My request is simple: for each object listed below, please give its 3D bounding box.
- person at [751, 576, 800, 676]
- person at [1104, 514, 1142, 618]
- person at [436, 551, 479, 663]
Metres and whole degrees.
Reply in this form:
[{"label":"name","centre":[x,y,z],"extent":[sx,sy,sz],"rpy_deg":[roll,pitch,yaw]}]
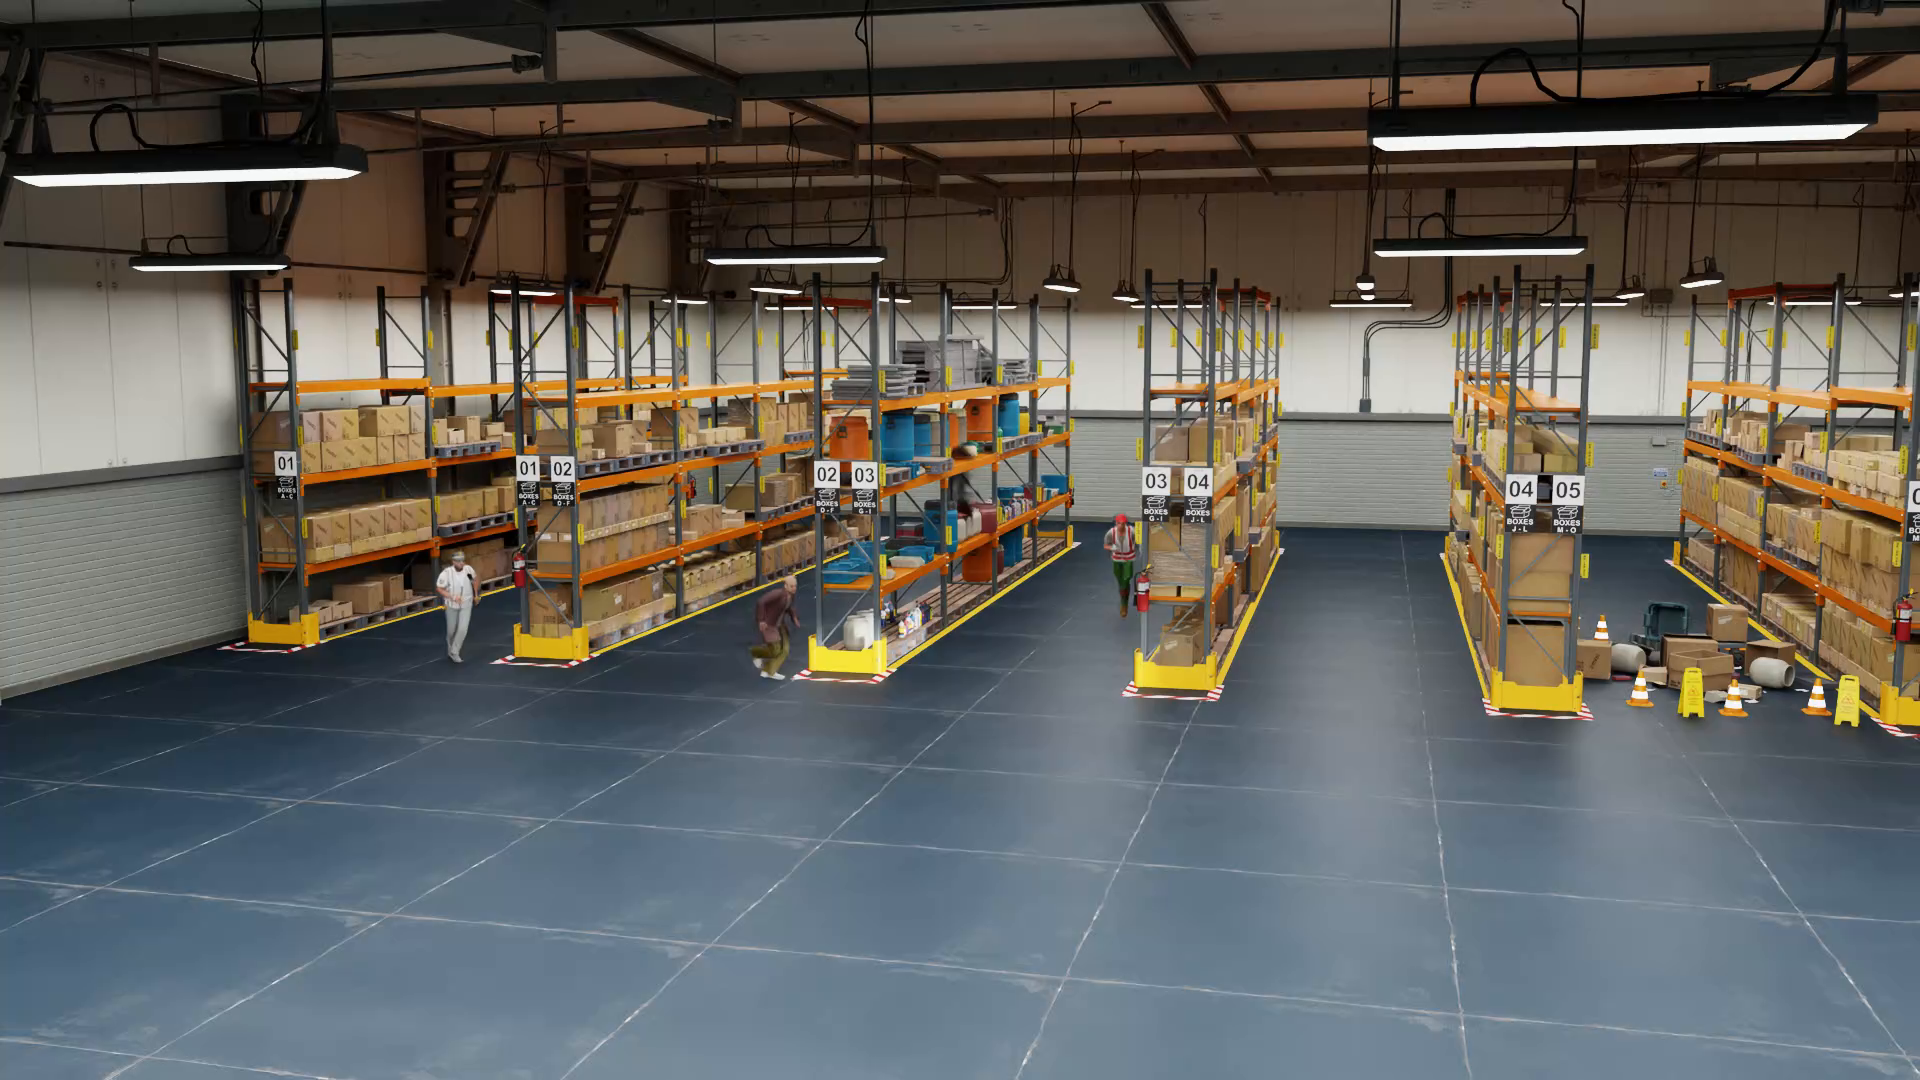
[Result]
[{"label":"person","centre":[-2.757,1.261,24.554],"extent":[0.862,1.518,0.730],"rpy_deg":[5,8,34]},{"label":"person","centre":[2.860,0.434,28.987],"extent":[0.696,1.823,0.909],"rpy_deg":[1,7,12]},{"label":"person","centre":[-7.919,1.021,26.207],"extent":[0.659,1.757,0.750],"rpy_deg":[-3,8,-24]}]
